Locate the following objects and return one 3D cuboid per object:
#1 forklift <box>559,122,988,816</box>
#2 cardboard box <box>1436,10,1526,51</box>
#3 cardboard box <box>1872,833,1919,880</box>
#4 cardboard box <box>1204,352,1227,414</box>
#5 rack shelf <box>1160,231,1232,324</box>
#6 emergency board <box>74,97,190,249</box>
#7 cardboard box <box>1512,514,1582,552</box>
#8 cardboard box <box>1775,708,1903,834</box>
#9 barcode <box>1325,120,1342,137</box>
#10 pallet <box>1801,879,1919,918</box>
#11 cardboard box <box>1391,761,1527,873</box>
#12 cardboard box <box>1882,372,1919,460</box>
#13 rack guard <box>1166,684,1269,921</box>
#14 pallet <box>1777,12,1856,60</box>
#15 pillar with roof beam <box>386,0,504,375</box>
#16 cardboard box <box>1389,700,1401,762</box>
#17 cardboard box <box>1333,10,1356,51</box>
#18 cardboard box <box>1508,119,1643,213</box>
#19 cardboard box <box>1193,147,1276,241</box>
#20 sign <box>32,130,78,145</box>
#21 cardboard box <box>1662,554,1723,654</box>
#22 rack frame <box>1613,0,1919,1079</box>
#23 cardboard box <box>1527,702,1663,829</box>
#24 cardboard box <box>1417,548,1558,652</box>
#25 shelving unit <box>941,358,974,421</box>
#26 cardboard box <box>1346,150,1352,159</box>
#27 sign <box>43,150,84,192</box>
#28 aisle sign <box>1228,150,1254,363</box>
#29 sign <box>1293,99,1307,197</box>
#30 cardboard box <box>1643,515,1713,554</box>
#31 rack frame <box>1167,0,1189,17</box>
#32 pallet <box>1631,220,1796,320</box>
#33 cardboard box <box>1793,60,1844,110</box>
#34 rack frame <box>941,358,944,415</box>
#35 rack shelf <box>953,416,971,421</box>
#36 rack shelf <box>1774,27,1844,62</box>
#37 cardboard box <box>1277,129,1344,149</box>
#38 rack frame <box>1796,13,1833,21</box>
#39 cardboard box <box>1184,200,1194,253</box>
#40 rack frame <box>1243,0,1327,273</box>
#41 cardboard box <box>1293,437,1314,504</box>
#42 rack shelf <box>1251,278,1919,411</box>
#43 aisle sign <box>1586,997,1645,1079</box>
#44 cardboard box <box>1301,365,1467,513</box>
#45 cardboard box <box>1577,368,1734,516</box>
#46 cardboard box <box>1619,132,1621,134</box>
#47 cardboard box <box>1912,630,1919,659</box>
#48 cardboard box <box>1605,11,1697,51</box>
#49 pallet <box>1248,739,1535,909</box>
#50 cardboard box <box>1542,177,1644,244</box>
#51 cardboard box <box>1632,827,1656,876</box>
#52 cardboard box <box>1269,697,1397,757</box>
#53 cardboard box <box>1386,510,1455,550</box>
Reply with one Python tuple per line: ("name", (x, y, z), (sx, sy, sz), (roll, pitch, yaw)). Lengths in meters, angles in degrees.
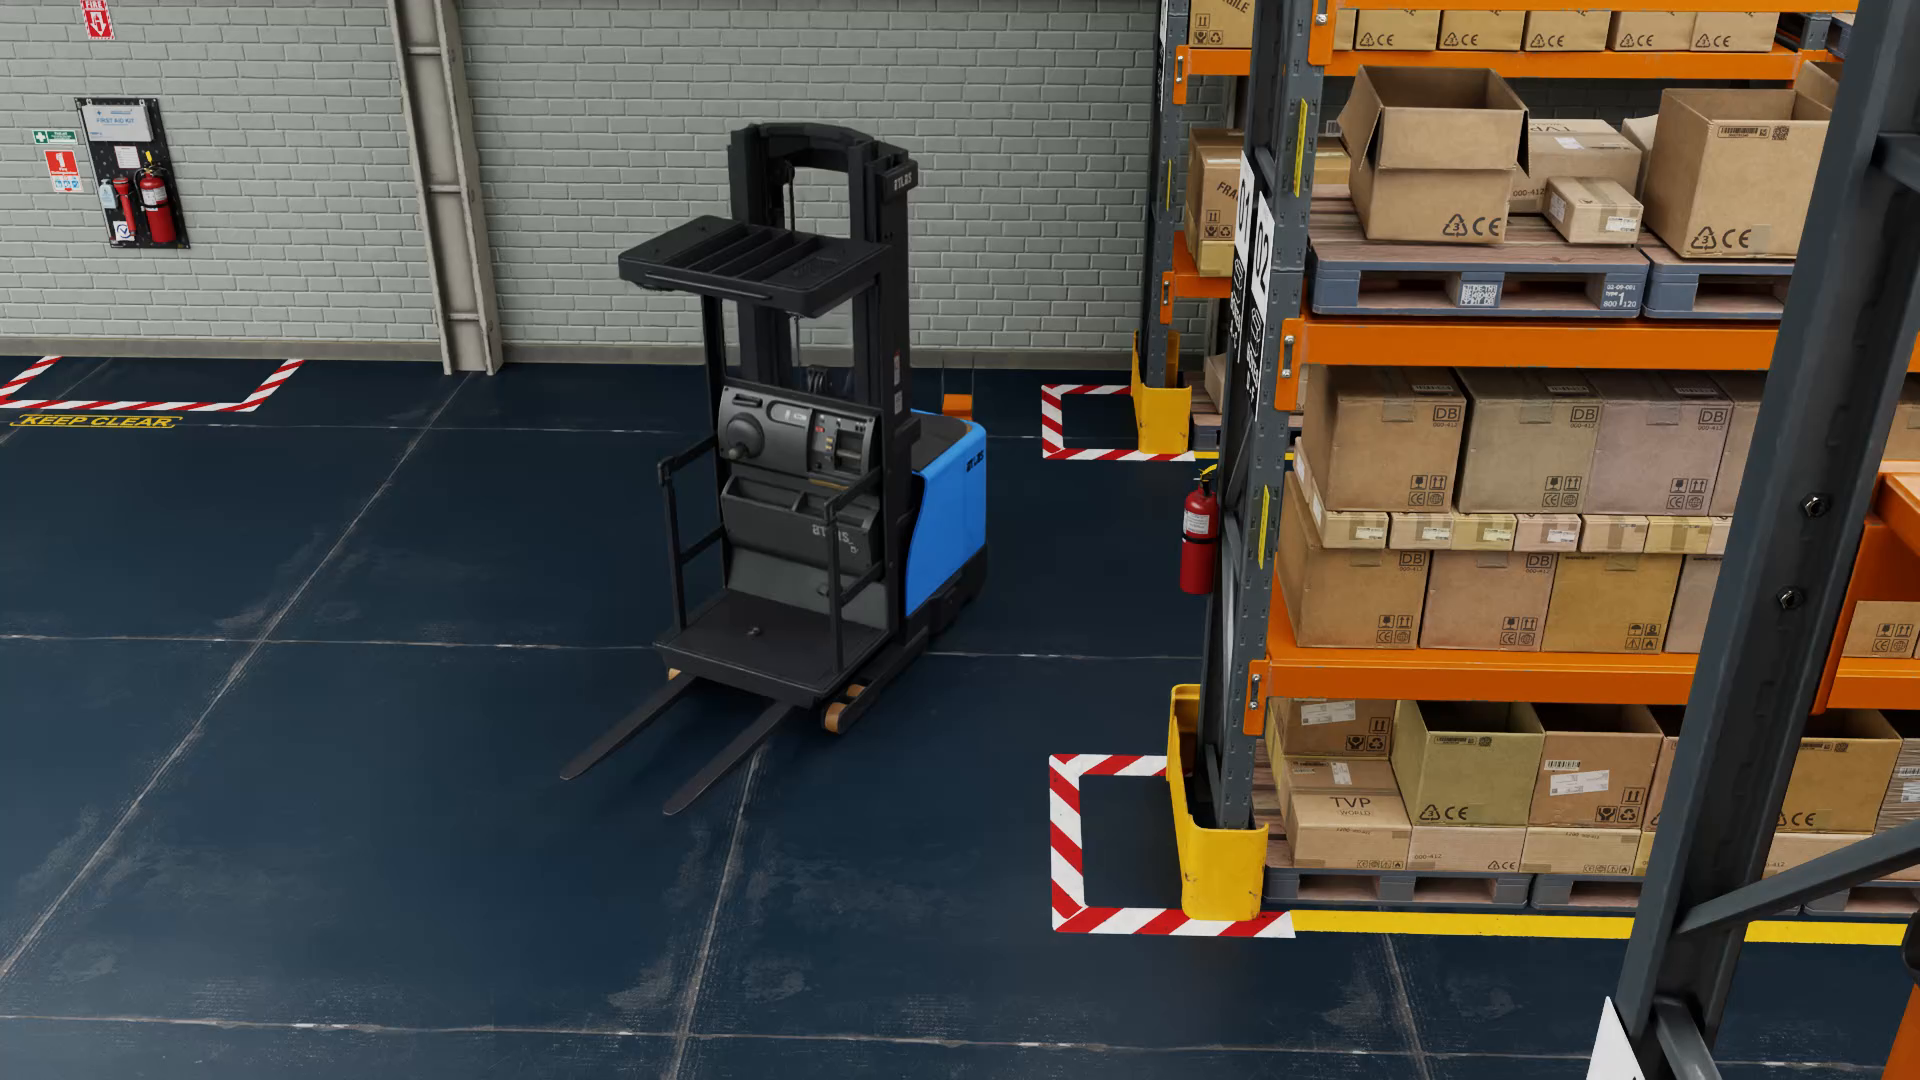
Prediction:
("forklift", (-0.953, -0.513, 8.513), (1.130, 2.935, 3.031), (13, 31, 24))
("cardboard box", (3.310, -3.435, 10.622), (0.500, 0.500, 0.500), (3, 28, 5))
("cardboard box", (4.249, 1.285, 7.535), (0.500, 0.250, 0.500), (1, 28, 2))
("cardboard box", (2.082, -1.163, 12.068), (0.500, 0.311, 0.500), (-2, 28, -4))
("rack shelf", (3.392, -1.860, 11.749), (4.000, 0.370, 1.077), (1, 28, 2))
("emergency board", (-6.341, -2.762, 12.683), (0.643, 1.169, 0.194), (1, 28, 2))
("cardboard box", (2.372, -0.102, 6.866), (0.250, 0.149, 0.380), (1, 28, 1))
("cardboard box", (3.750, 0.947, 7.374), (0.500, 0.500, 0.500), (1, 28, 2))
("barcode", (1.541, -1.694, 6.847), (0.075, 0.075, 0.001), (1, 28, 2))
("pallet", (4.427, 1.374, 7.859), (1.213, 0.211, 1.003), (1, 28, 2))
("cardboard box", (2.250, 1.257, 7.589), (0.500, 0.250, 0.500), (1, 28, 2))
("cardboard box", (3.771, -0.464, 6.856), (0.500, 0.500, 0.700), (1, 28, 2))
("rack guard", (1.198, 1.212, 7.855), (0.348, 0.500, 1.175), (1, 28, 2))
("pallet", (6.004, -3.327, 10.746), (1.003, 0.211, 1.213), (1, 28, 2))
("pillar with roof beam", (-4.025, -3.339, 7.366), (0.400, 9.000, 9.100), (1, 28, 2))
("cardboard box", (2.269, 1.011, 8.053), (0.500, 0.250, 0.500), (1, 28, 2))
("cardboard box", (2.254, -3.441, 10.633), (0.500, 0.500, 0.500), (3, 28, 5))
("cardboard box", (2.383, -1.503, 6.667), (0.500, 0.250, 0.500), (1, 28, 2))
("cardboard box", (1.860, -2.336, 11.217), (0.500, 0.500, 0.500), (1, 28, 2))
("sign", (-6.886, -3.065, 12.650), (0.331, 0.109, 0.001), (1, 28, 2))
("cardboard box", (3.236, 0.102, 7.174), (0.500, 0.500, 0.700), (2, 28, 3))
("rack frame", (1.044, -0.222, 1.487), (0.053, 2.616, 0.949), (1, 28, 2))
("cardboard box", (2.750, 0.929, 7.407), (0.500, 0.500, 0.500), (1, 28, 2))
("cardboard box", (2.214, 0.084, 7.207), (0.500, 0.500, 0.700), (2, 28, 3))
("shelving unit", (-0.014, -0.530, 10.395), (0.189, 1.200, 0.258), (1, 28, 2))
("cardboard box", (2.870, -2.312, 11.171), (0.500, 0.500, 0.500), (0, 28, 0))
("sign", (-6.890, -2.835, 12.783), (0.234, 0.329, 0.001), (1, 28, 2))
("aisle sign", (1.167, -1.179, 6.921), (0.004, 0.787, 0.394), (1, 28, 2))
("sign", (1.197, -1.379, 5.853), (0.005, 0.325, 0.100), (1, 28, 2))
("cardboard box", (2.894, -0.095, 6.853), (0.250, 0.149, 0.380), (1, 28, 1))
("rack frame", (1.394, -4.861, 10.238), (0.127, 3.000, 1.000), (1, 28, 2))
("pallet", (3.151, -1.135, 6.506), (1.213, 0.211, 1.003), (1, 28, 2))
("cardboard box", (3.579, -1.530, 6.449), (0.637, 0.503, 0.797), (4, 28, 7))
("rack frame", (-0.106, -0.532, 10.398), (0.006, 1.200, 0.240), (1, 28, 2))
("rack shelf", (-0.014, -0.703, 10.303), (0.180, 0.103, 0.258), (1, 28, 2))
("rack shelf", (7.390, -3.119, 10.922), (4.000, 0.370, 1.077), (1, 28, 2))
("cardboard box", (2.375, -2.563, 11.646), (0.500, 0.500, 0.500), (1, 28, 2))
("rack frame", (5.391, -4.795, 10.113), (0.127, 3.000, 1.000), (1, 28, 2))
("cardboard box", (1.868, -2.236, 11.830), (0.500, 0.250, 0.500), (1, 28, 3))
("rack frame", (1.222, -2.542, 5.864), (0.127, 3.000, 1.000), (1, 28, 2))
("cardboard box", (1.611, -0.305, 7.250), (0.250, 0.149, 0.380), (0, 28, 1))
("rack shelf", (3.221, -0.866, 6.672), (4.000, 0.370, 1.077), (1, 28, 2))
("aisle sign", (0.982, 1.138, 2.551), (0.004, 0.787, 0.394), (1, 28, 2))
("cardboard box", (1.741, -0.495, 6.914), (0.500, 0.500, 0.700), (1, 28, 2))
("cardboard box", (2.771, -0.480, 6.887), (0.500, 0.500, 0.700), (1, 28, 2))
("cardboard box", (4.412, -2.534, 11.591), (0.500, 0.500, 0.500), (1, 28, 2))
("cardboard box", (4.249, 0.120, 7.140), (0.500, 0.500, 0.700), (1, 28, 1))
("cardboard box", (4.373, -3.430, 10.612), (0.500, 0.500, 0.500), (-1, 28, -3))
("pallet", (1.988, 1.333, 7.935), (1.213, 0.211, 1.003), (1, 28, 2))
("cardboard box", (2.392, -1.252, 6.301), (0.250, 0.149, 0.380), (1, 28, 2))
("cardboard box", (3.250, 1.276, 7.553), (0.500, 0.250, 0.500), (1, 28, 2))
("cardboard box", (1.769, 0.676, 7.885), (0.500, 0.500, 0.500), (1, 28, 2))
("cardboard box", (1.871, -0.112, 6.885), (0.250, 0.149, 0.380), (0, 28, 0))
